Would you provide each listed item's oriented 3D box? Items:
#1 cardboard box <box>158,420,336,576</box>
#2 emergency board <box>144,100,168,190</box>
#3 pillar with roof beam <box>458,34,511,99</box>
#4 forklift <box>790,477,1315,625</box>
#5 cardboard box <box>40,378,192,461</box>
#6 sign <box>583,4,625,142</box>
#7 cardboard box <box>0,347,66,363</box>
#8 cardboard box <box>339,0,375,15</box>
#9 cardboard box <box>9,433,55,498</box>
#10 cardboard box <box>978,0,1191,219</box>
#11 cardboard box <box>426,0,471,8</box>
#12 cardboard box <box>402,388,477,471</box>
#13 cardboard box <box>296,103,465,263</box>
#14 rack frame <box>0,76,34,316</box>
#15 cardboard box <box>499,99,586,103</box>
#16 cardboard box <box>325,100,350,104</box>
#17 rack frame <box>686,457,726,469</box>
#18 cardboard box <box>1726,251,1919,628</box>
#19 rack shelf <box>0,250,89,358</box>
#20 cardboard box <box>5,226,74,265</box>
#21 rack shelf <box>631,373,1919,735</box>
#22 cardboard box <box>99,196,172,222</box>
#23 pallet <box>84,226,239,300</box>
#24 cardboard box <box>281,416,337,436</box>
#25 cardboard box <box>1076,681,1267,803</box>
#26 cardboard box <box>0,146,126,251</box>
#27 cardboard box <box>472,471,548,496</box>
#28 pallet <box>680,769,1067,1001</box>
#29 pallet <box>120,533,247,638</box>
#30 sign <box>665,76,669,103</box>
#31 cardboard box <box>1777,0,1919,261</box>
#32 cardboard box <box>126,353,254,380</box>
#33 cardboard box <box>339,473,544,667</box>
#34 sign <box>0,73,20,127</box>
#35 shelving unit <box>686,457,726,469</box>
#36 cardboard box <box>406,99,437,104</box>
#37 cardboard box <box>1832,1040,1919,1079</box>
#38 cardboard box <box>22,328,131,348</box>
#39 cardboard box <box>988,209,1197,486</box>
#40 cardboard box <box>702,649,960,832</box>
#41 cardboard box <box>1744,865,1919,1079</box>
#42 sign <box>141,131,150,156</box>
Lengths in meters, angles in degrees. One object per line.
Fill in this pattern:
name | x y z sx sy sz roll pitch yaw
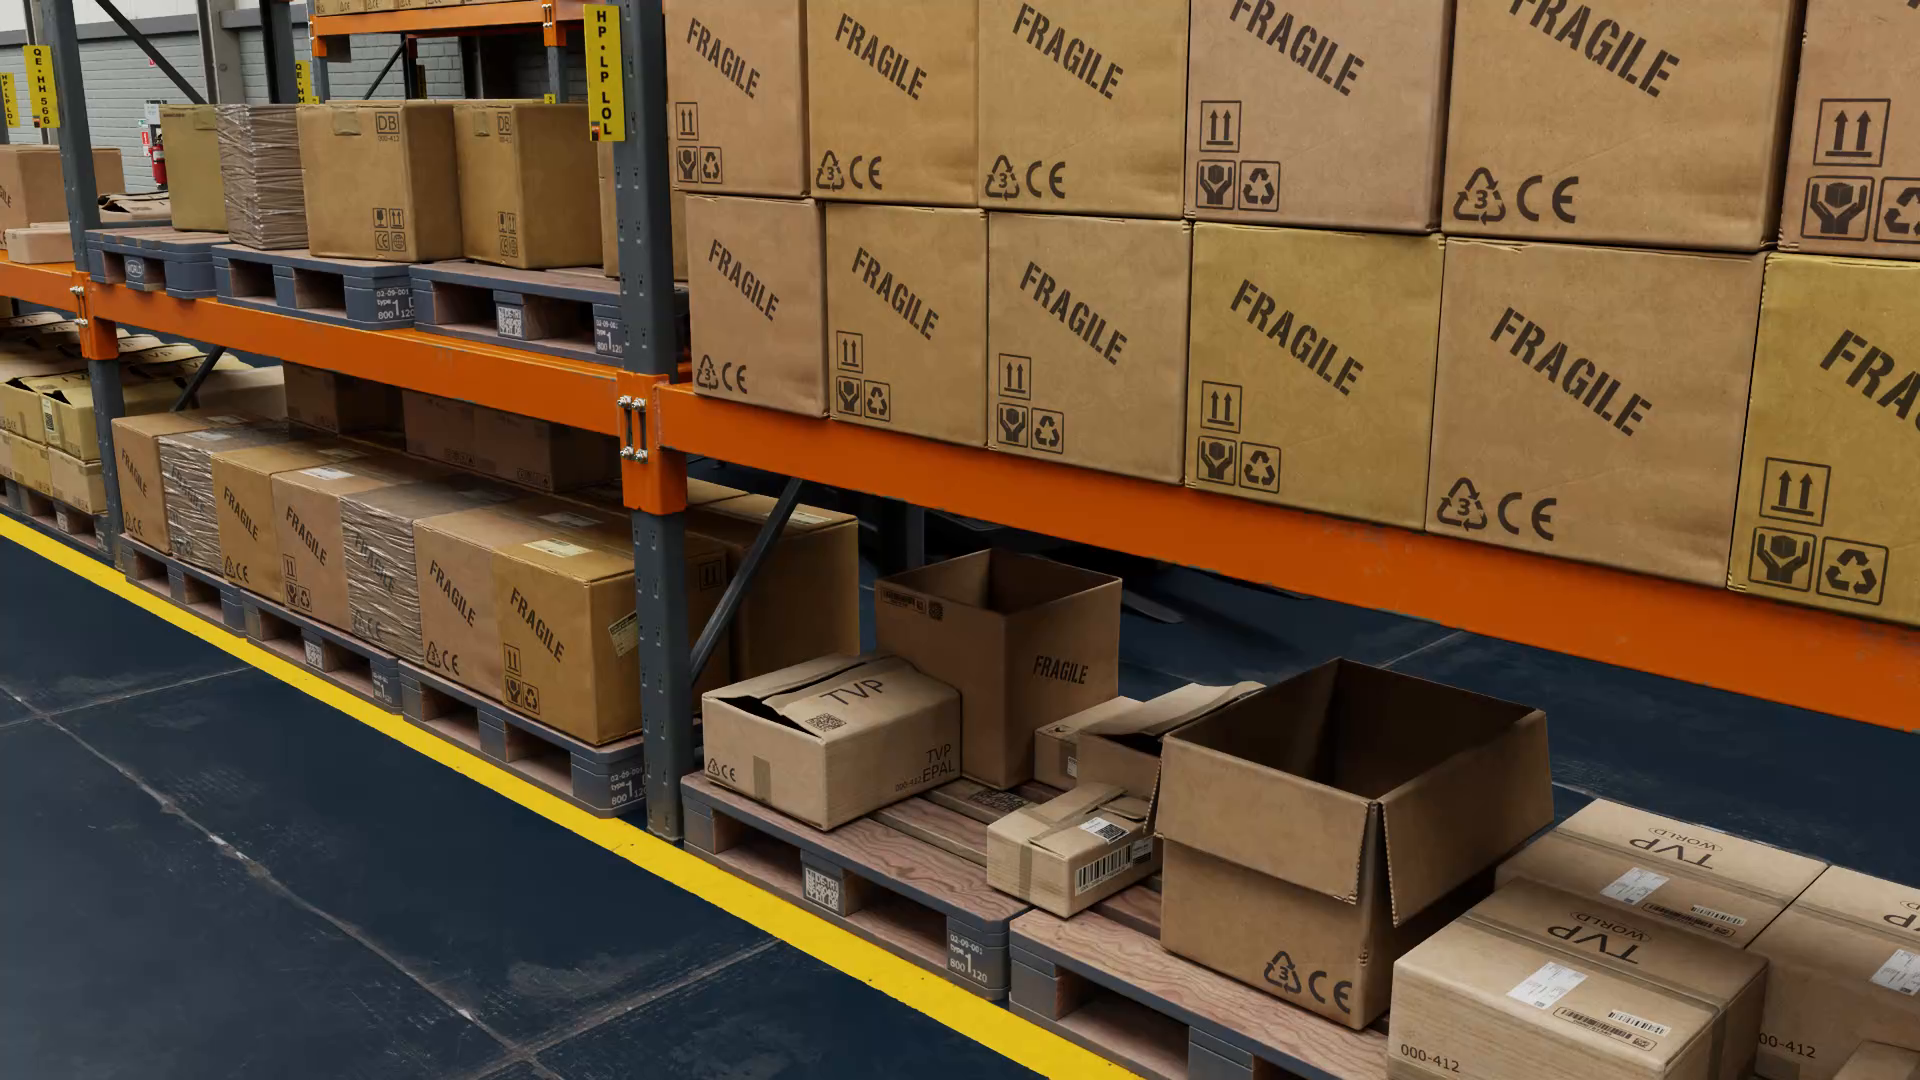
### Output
cardboard box | -2.869 -0.179 6.756 0.500 0.500 0.500 13 19 40
emergency board | -10.670 -5.222 22.024 0.643 1.169 0.194 14 20 42
pillar with roof beam | -7.586 -5.854 12.552 0.400 9.000 9.100 14 20 42
forklift | 0.305 -1.281 7.034 1.130 2.935 3.031 -8 17 -28
cardboard box | -3.927 -0.589 7.752 0.500 0.311 0.500 -14 20 -43
sign | -0.882 -1.157 4.127 0.005 0.325 0.100 14 20 42
cardboard box | -5.026 -0.856 8.775 0.500 0.311 0.500 -14 20 -43
cardboard box | -5.273 -5.003 14.998 0.500 0.500 0.500 -13 19 -41
cardboard box | -4.301 -0.408 8.169 0.500 0.250 0.500 13 20 42
cardboard box | 0.386 -0.916 3.319 0.500 0.500 0.500 13 19 41
cardboard box | -4.138 -4.732 13.957 0.500 0.500 0.500 13 19 40
cardboard box | -1.760 -0.456 6.330 0.500 0.250 0.500 13 20 41
cardboard box | -1.814 -1.248 5.740 0.500 0.500 0.700 8 17 28
rack frame | -6.259 -2.098 10.035 0.127 3.000 1.000 14 20 42
cardboard box | -3.378 -3.324 13.512 0.500 0.500 0.500 14 20 42
cardboard box | -5.567 -3.860 15.567 0.500 0.500 0.500 14 20 42
rack frame | -1.473 -0.918 9.225 0.032 1.125 0.500 7 16 26
cardboard box | 1.493 -0.165 2.420 0.500 0.500 0.500 14 20 43
rack shelf | -4.819 -1.400 8.783 4.000 0.370 1.077 14 20 42
cardboard box | -4.218 -1.384 7.792 0.250 0.149 0.380 14 20 42
rack shelf | 0.940 0.000 3.409 4.000 0.370 1.077 14 20 42
cardboard box | -3.611 -1.426 7.634 0.500 0.311 0.500 -13 19 -41
pallet | -2.842 -1.199 6.966 1.003 0.211 1.213 14 20 42
cardboard box | -2.543 -0.280 7.144 0.500 0.500 0.500 -14 20 -42
cardboard box | 0.647 0.570 4.257 0.500 0.311 0.500 14 20 42
cardboard box | -4.598 -1.737 8.452 0.500 0.500 0.500 12 19 39
cardboard box | -1.425 -0.010 6.108 0.500 0.500 0.500 14 20 43
pallet | -0.006 0.772 4.551 1.213 0.211 1.003 14 20 42
pallet | -2.868 0.089 7.172 1.213 0.211 1.003 14 20 42
sign | -2.440 -3.660 13.732 0.005 0.325 0.100 14 20 42
cardboard box | 1.504 -0.646 2.283 0.500 0.500 0.500 -14 20 -43
cardboard box | -3.936 -0.777 8.475 0.500 0.311 0.500 13 19 41
cardboard box | -1.764 0.089 5.728 0.500 0.500 0.500 14 20 43
sign | -5.889 -2.720 10.284 0.005 0.325 0.100 14 20 42
shelving unit | -1.020 -0.860 9.003 1.048 1.125 0.538 7 16 26
cardboard box | -4.471 -3.592 14.538 0.500 0.500 0.500 -14 20 -42
cardboard box | 1.589 1.023 2.805 0.250 0.166 0.380 14 20 42
cardboard box | -5.032 -1.046 9.504 0.500 0.311 0.500 14 20 42
cardboard box | 0.408 -0.431 3.438 0.500 0.500 0.500 14 20 42
cardboard box | -0.347 0.503 4.513 0.500 0.311 0.500 14 20 42
cardboard box | 1.826 0.886 3.165 0.500 0.250 0.500 14 20 42
sign | -10.996 -5.355 22.463 0.234 0.329 0.001 14 20 42
